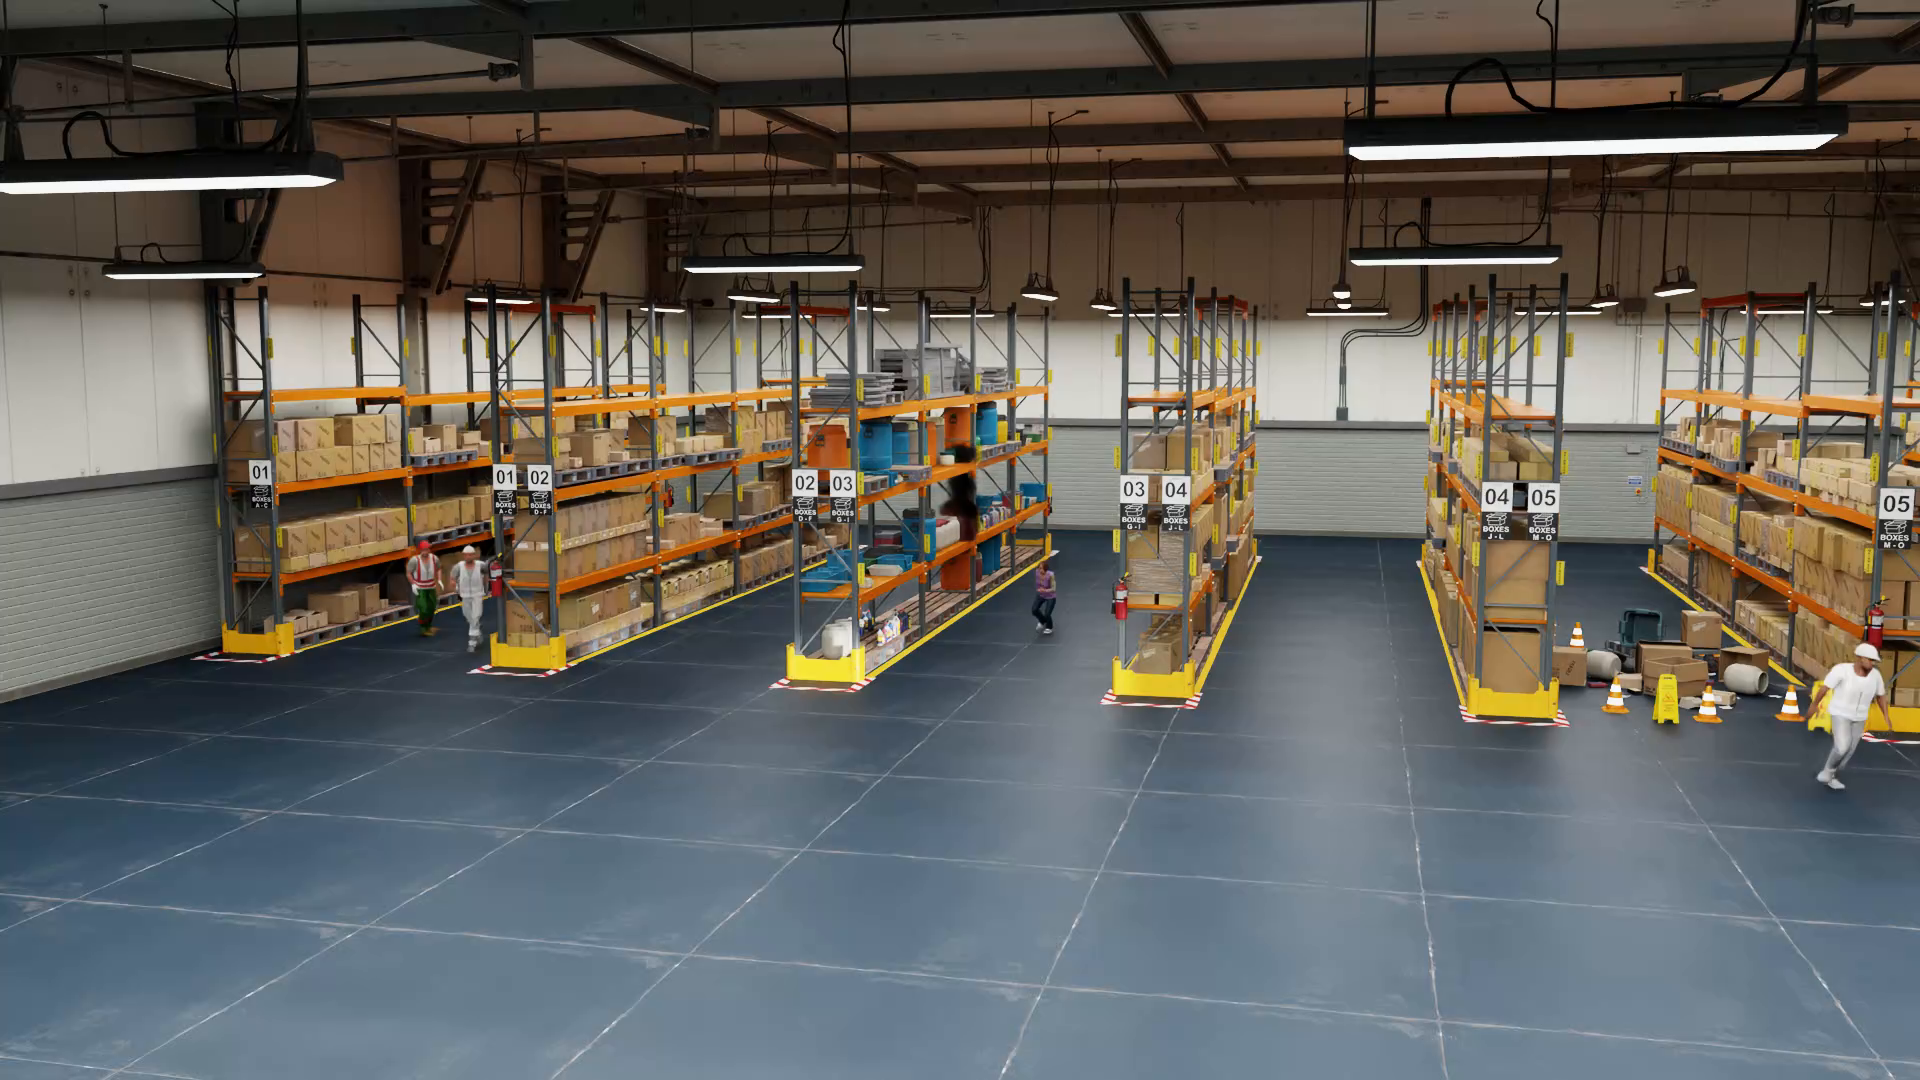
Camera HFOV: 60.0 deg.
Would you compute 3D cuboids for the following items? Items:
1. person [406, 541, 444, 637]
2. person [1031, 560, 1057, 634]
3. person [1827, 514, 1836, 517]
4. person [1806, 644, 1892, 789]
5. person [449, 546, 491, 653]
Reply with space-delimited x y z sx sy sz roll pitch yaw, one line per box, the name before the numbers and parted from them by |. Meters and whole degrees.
person | -9.327 0.837 28.969 0.662 1.720 0.785 -6 9 -44
person | 1.462 0.999 28.884 0.559 1.365 0.907 3 7 25
person | 17.862 0.288 34.035 0.627 1.660 0.728 -1 7 -13
person | 10.060 1.994 18.775 0.695 1.715 0.663 -1 7 -5
person | -8.112 0.947 27.625 0.655 1.753 0.970 -1 7 -5
